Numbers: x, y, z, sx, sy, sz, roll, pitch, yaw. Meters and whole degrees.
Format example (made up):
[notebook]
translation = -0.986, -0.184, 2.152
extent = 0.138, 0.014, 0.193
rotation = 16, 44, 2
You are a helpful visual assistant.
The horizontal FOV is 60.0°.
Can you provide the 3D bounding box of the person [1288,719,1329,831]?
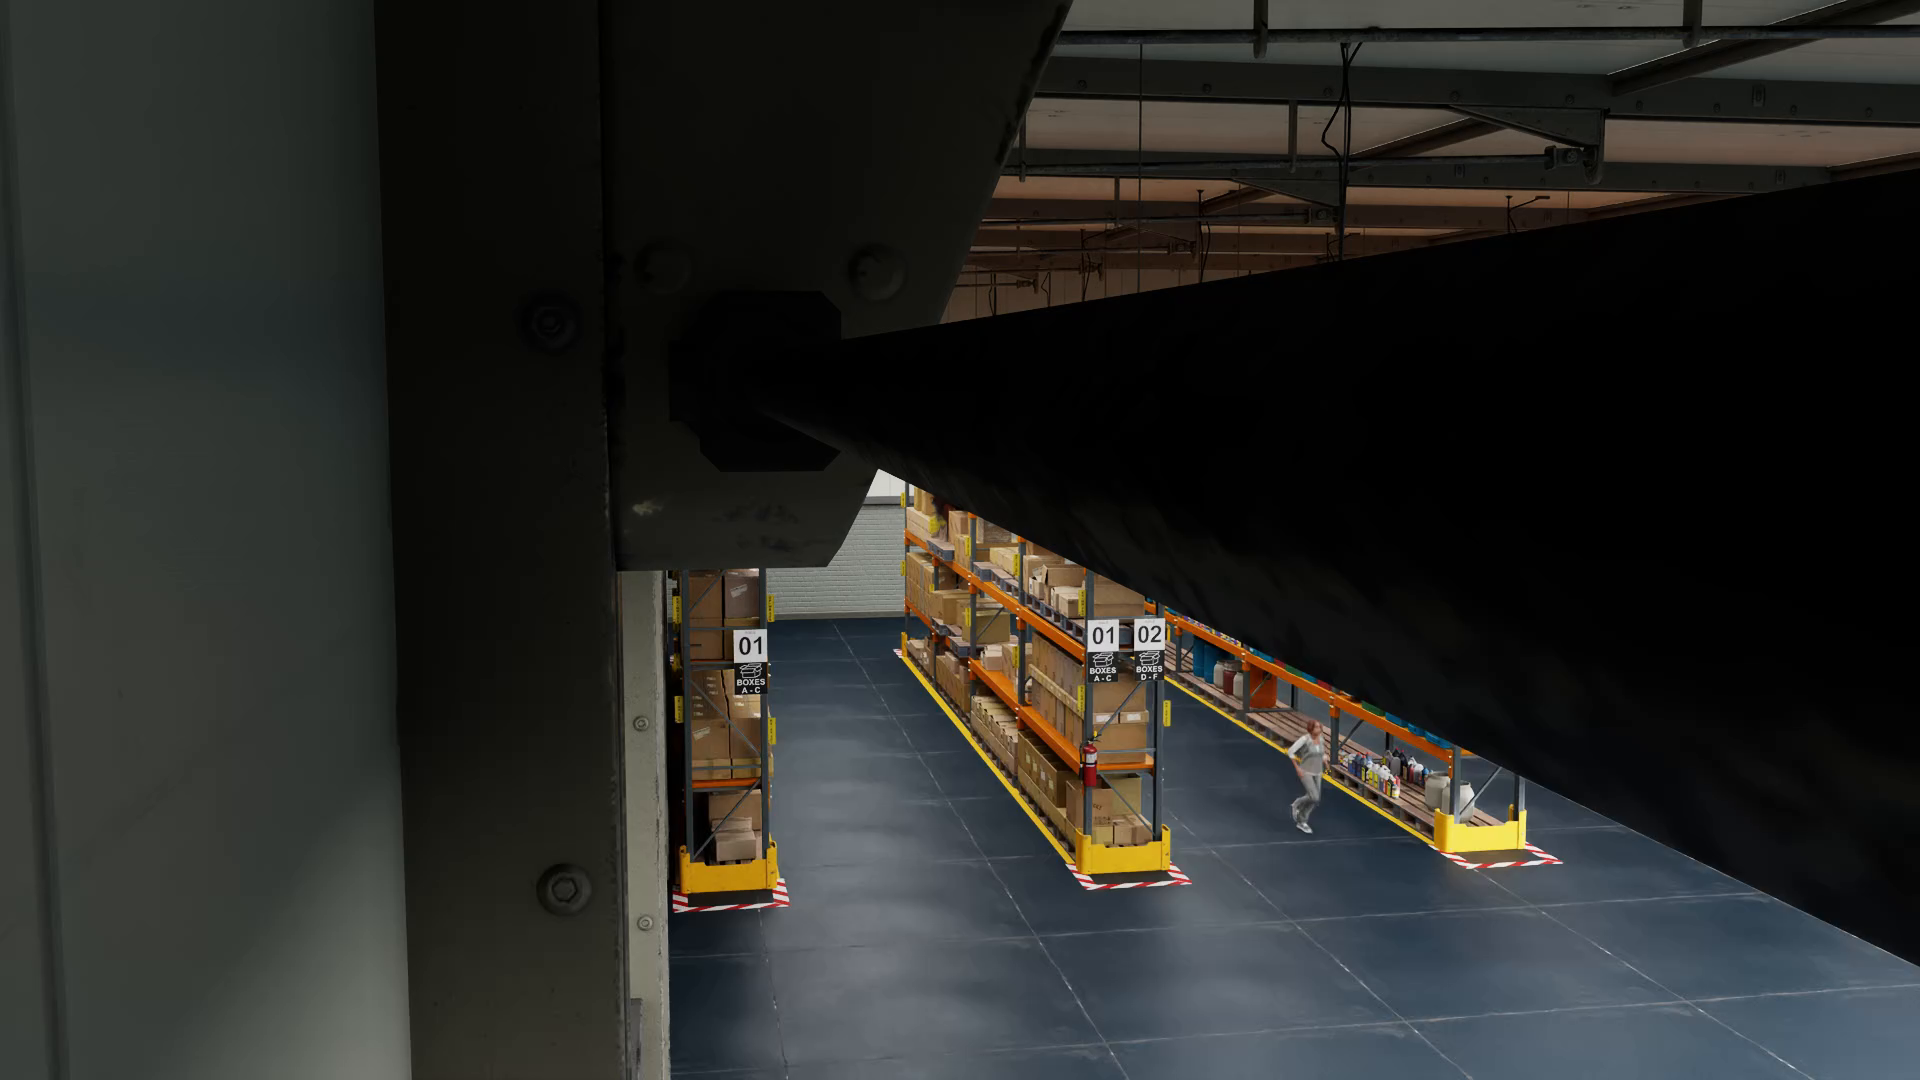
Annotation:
[person]
translation = 4.797, 3.212, 22.709
extent = 0.546, 1.557, 0.519
rotation = -3, 7, -30
